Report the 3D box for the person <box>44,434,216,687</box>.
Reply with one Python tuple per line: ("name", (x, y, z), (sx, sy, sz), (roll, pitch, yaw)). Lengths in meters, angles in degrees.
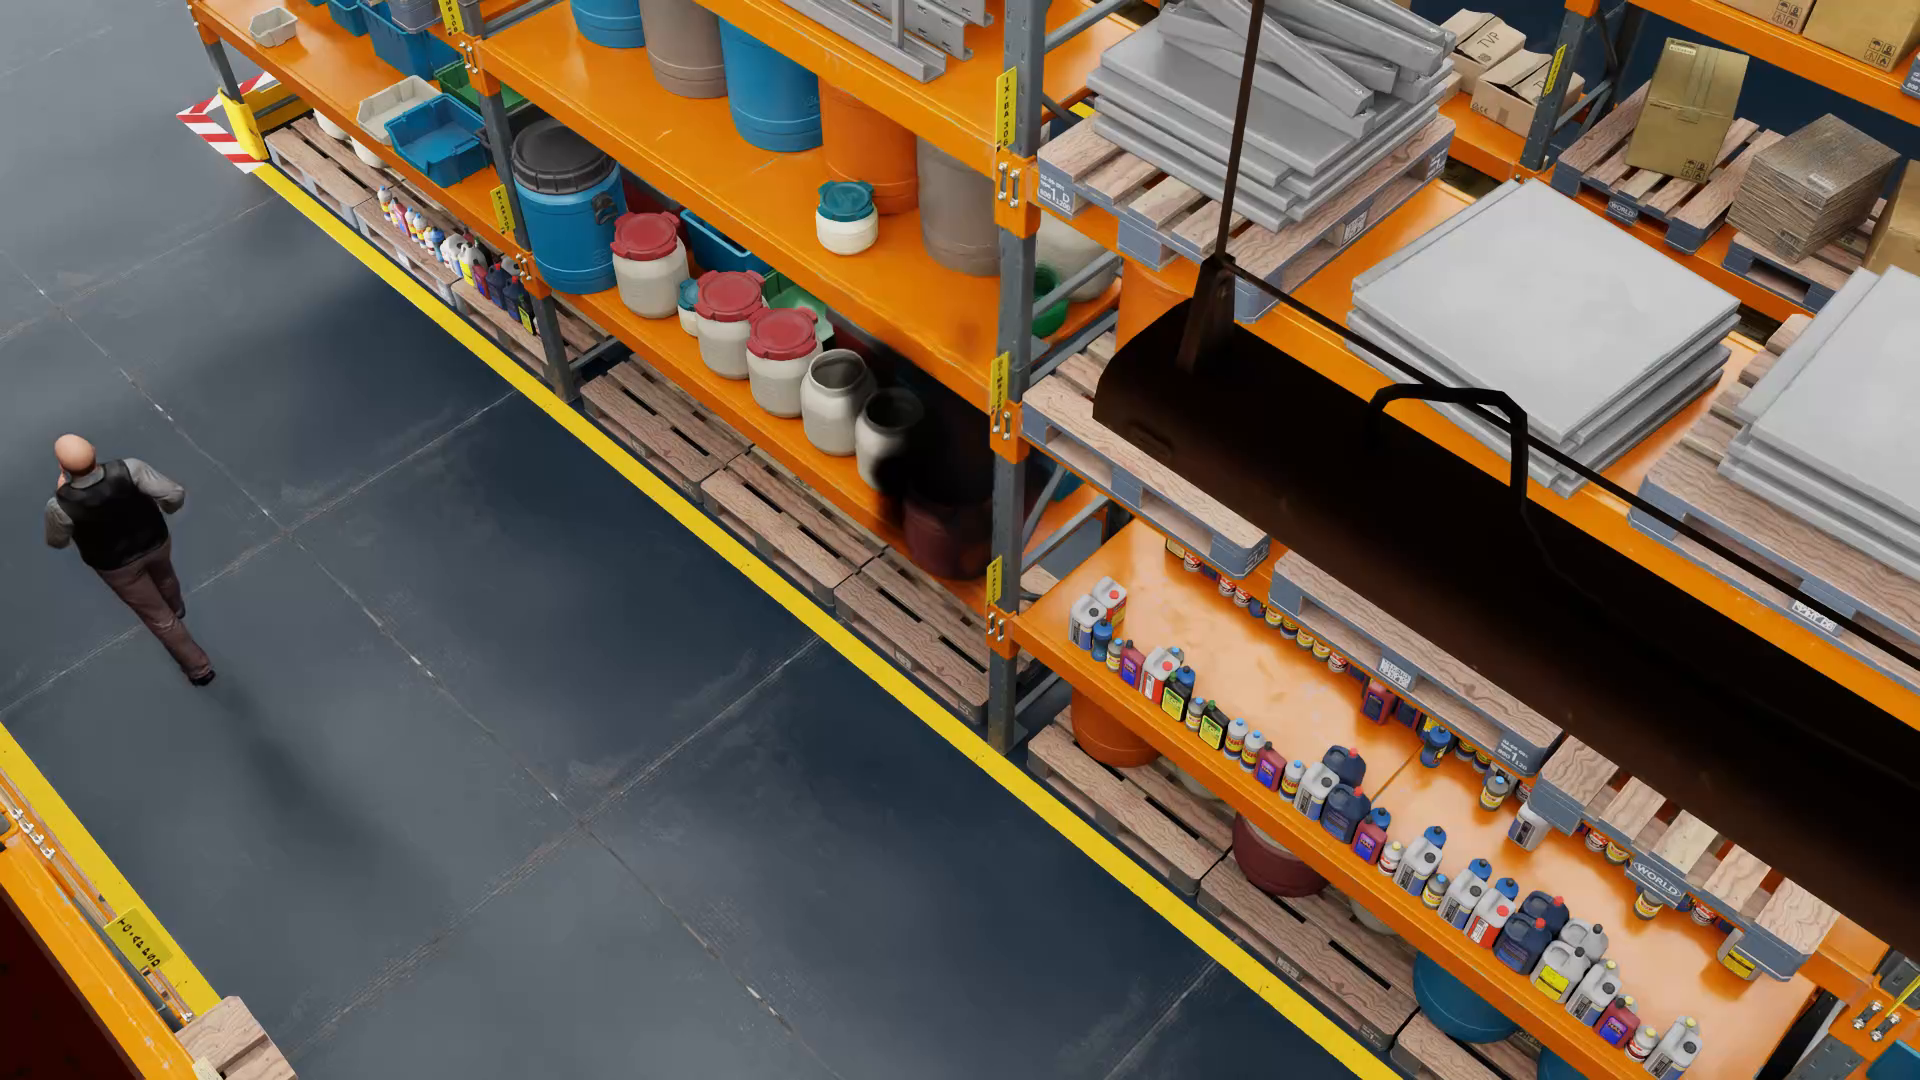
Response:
("person", (-4.409, 0.050, 8.841), (0.904, 1.761, 0.656), (34, 58, 25))
